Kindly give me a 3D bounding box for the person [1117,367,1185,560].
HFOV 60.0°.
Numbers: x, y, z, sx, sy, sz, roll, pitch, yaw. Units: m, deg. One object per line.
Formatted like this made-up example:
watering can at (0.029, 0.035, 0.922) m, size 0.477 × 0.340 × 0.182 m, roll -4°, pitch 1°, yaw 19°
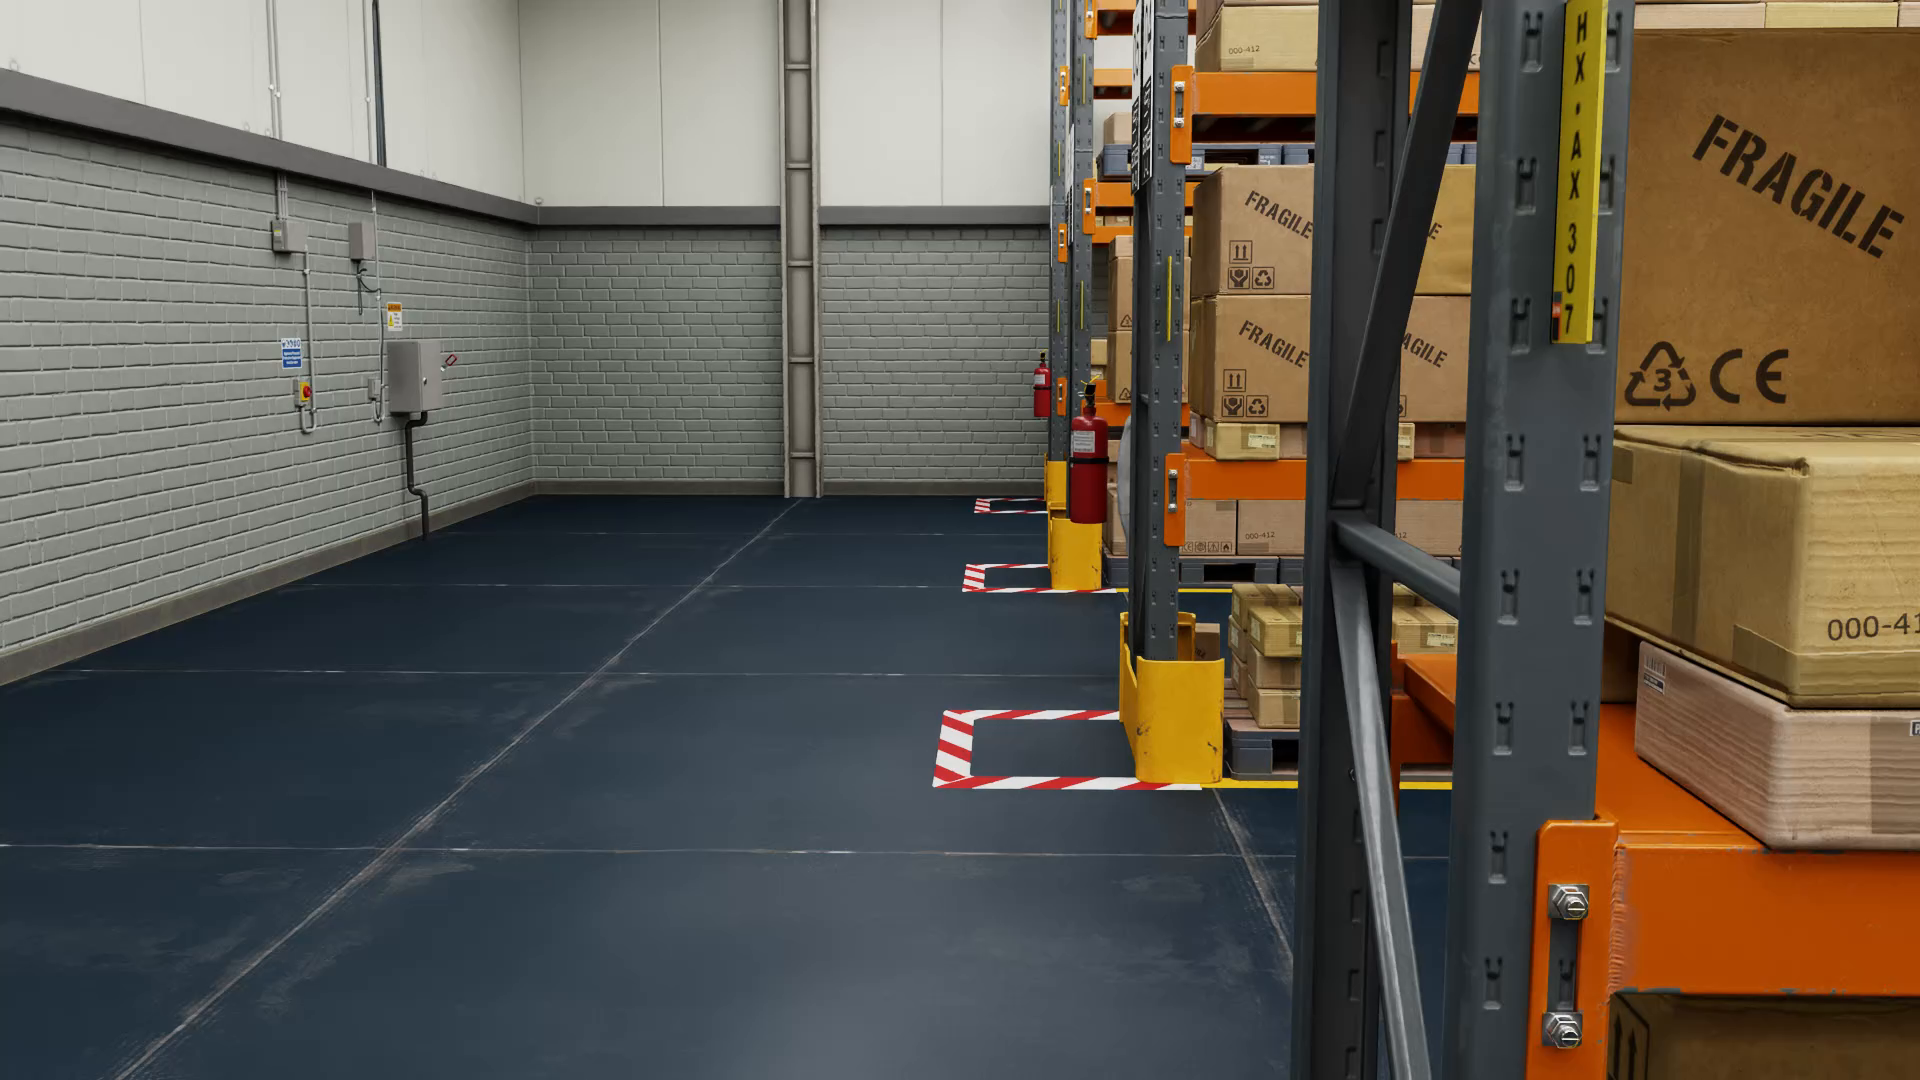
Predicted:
person at (1.005, -0.124, 8.749) m, size 0.358 × 1.673 × 0.492 m, roll 1°, pitch 7°, yaw 9°
